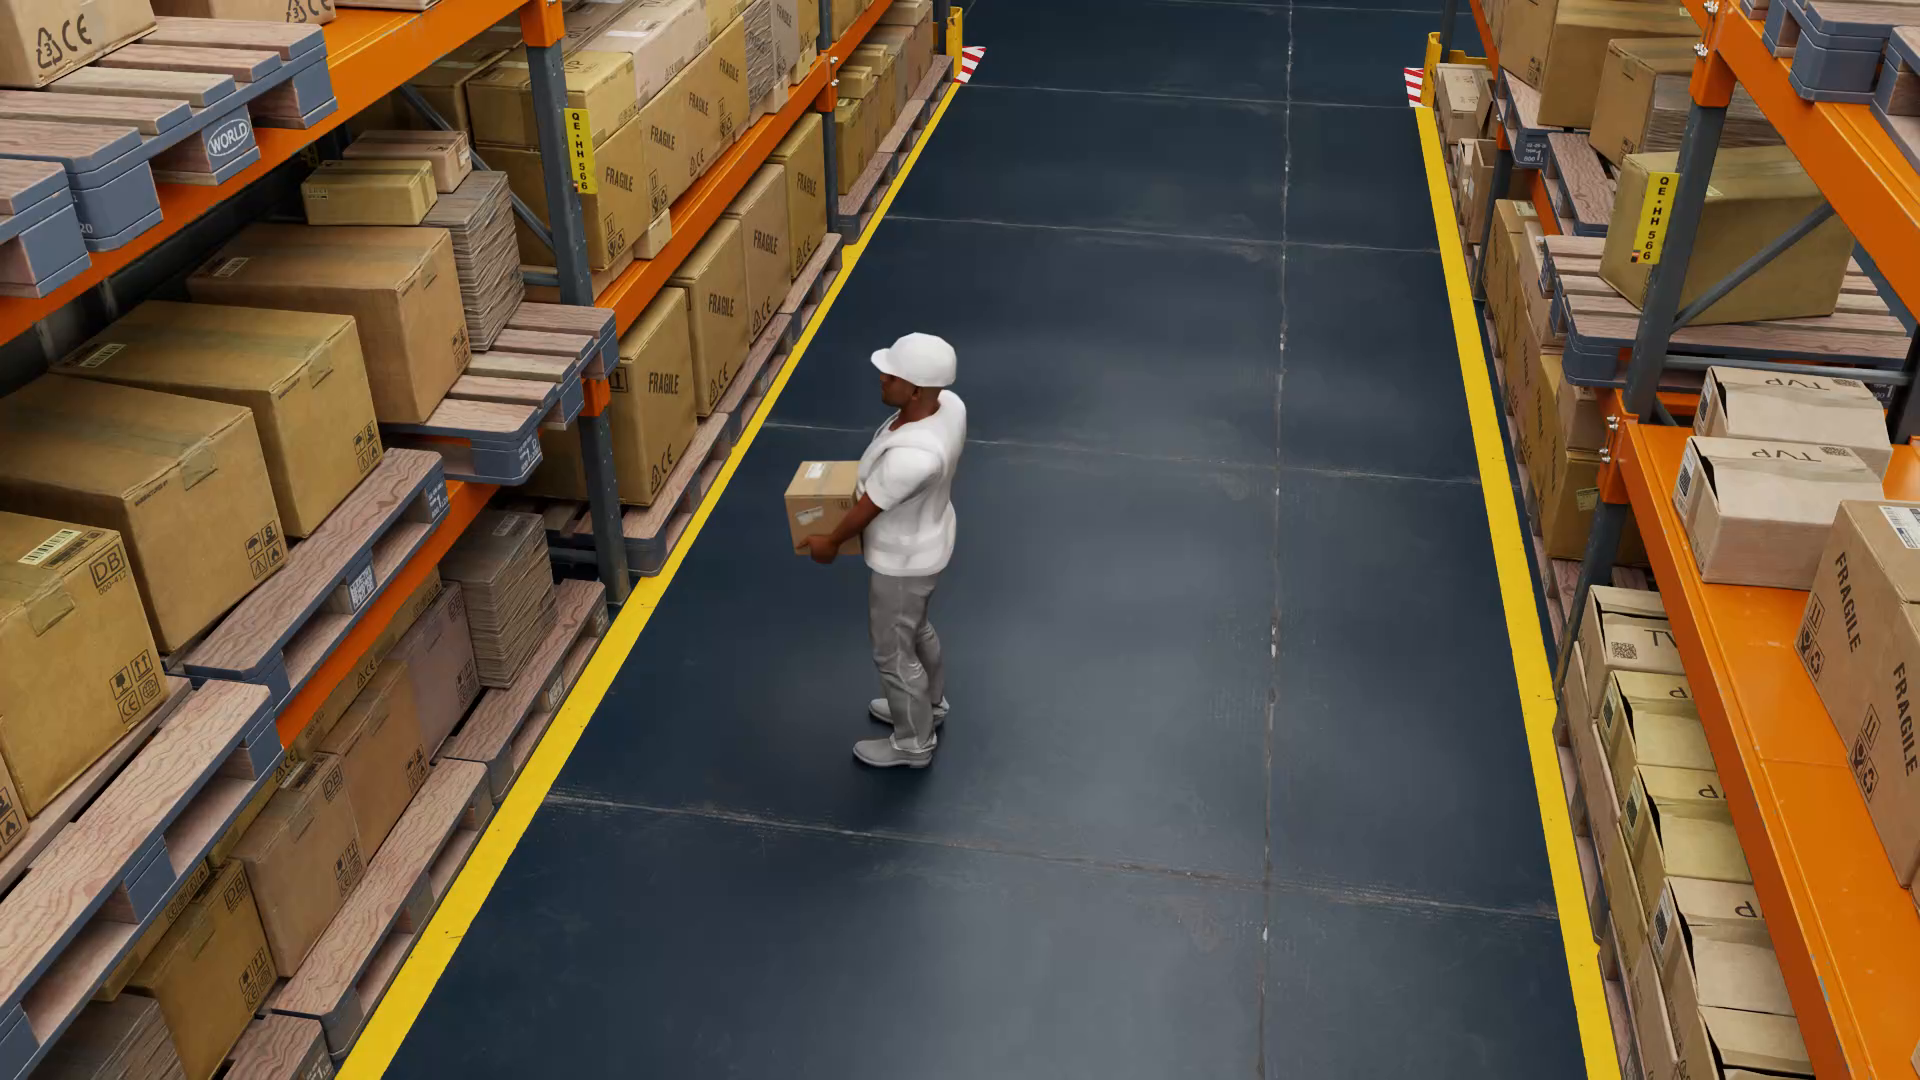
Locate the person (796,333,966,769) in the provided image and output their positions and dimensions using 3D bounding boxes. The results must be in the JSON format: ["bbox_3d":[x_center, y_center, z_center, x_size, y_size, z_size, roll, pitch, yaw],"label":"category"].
[{"bbox_3d":[-0.285,0.038,6.059,0.577,1.760,0.503,6,33,9],"label":"person"}]
